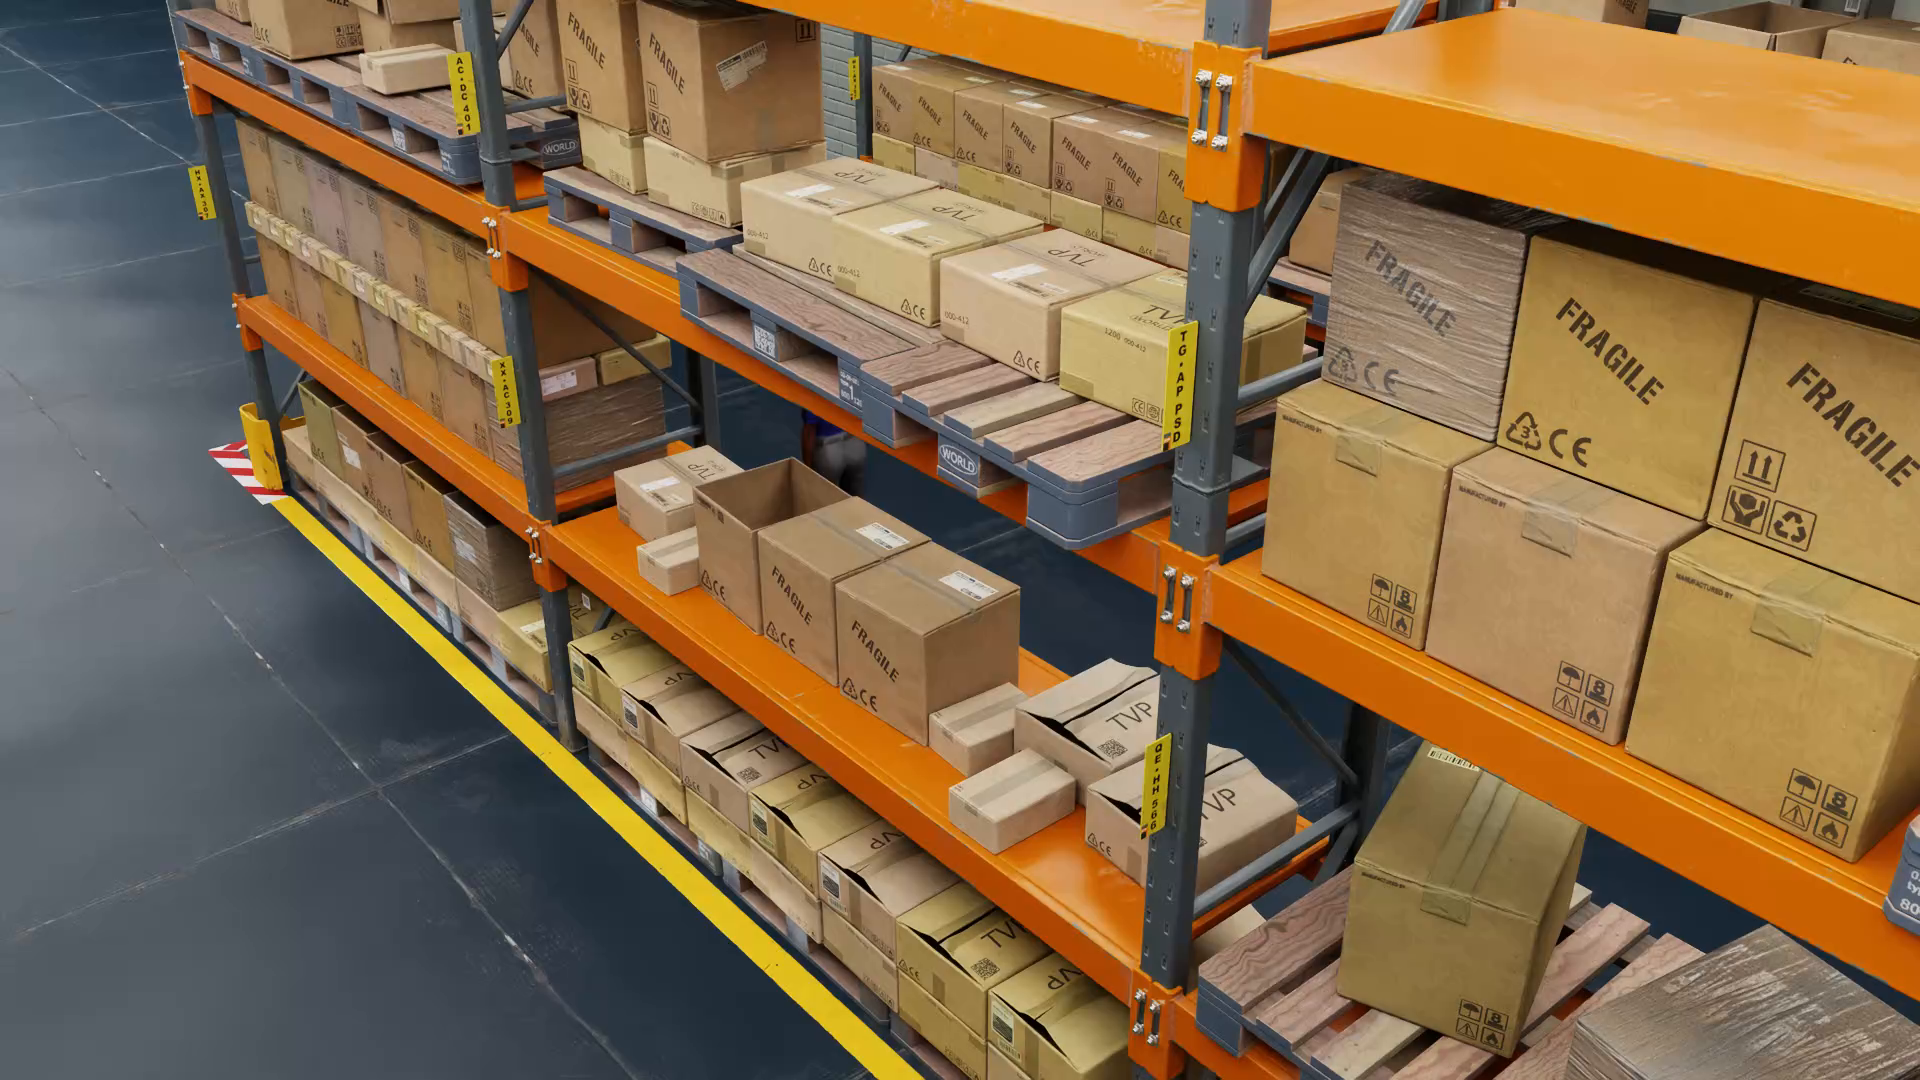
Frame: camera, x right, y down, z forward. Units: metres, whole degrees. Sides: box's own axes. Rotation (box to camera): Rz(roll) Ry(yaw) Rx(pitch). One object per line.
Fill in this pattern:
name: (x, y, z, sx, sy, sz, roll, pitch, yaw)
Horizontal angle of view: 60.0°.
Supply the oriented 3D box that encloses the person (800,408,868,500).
person: (-0.726, -0.449, 9.484, 0.436, 1.637, 0.316, -21, 35, -34)
